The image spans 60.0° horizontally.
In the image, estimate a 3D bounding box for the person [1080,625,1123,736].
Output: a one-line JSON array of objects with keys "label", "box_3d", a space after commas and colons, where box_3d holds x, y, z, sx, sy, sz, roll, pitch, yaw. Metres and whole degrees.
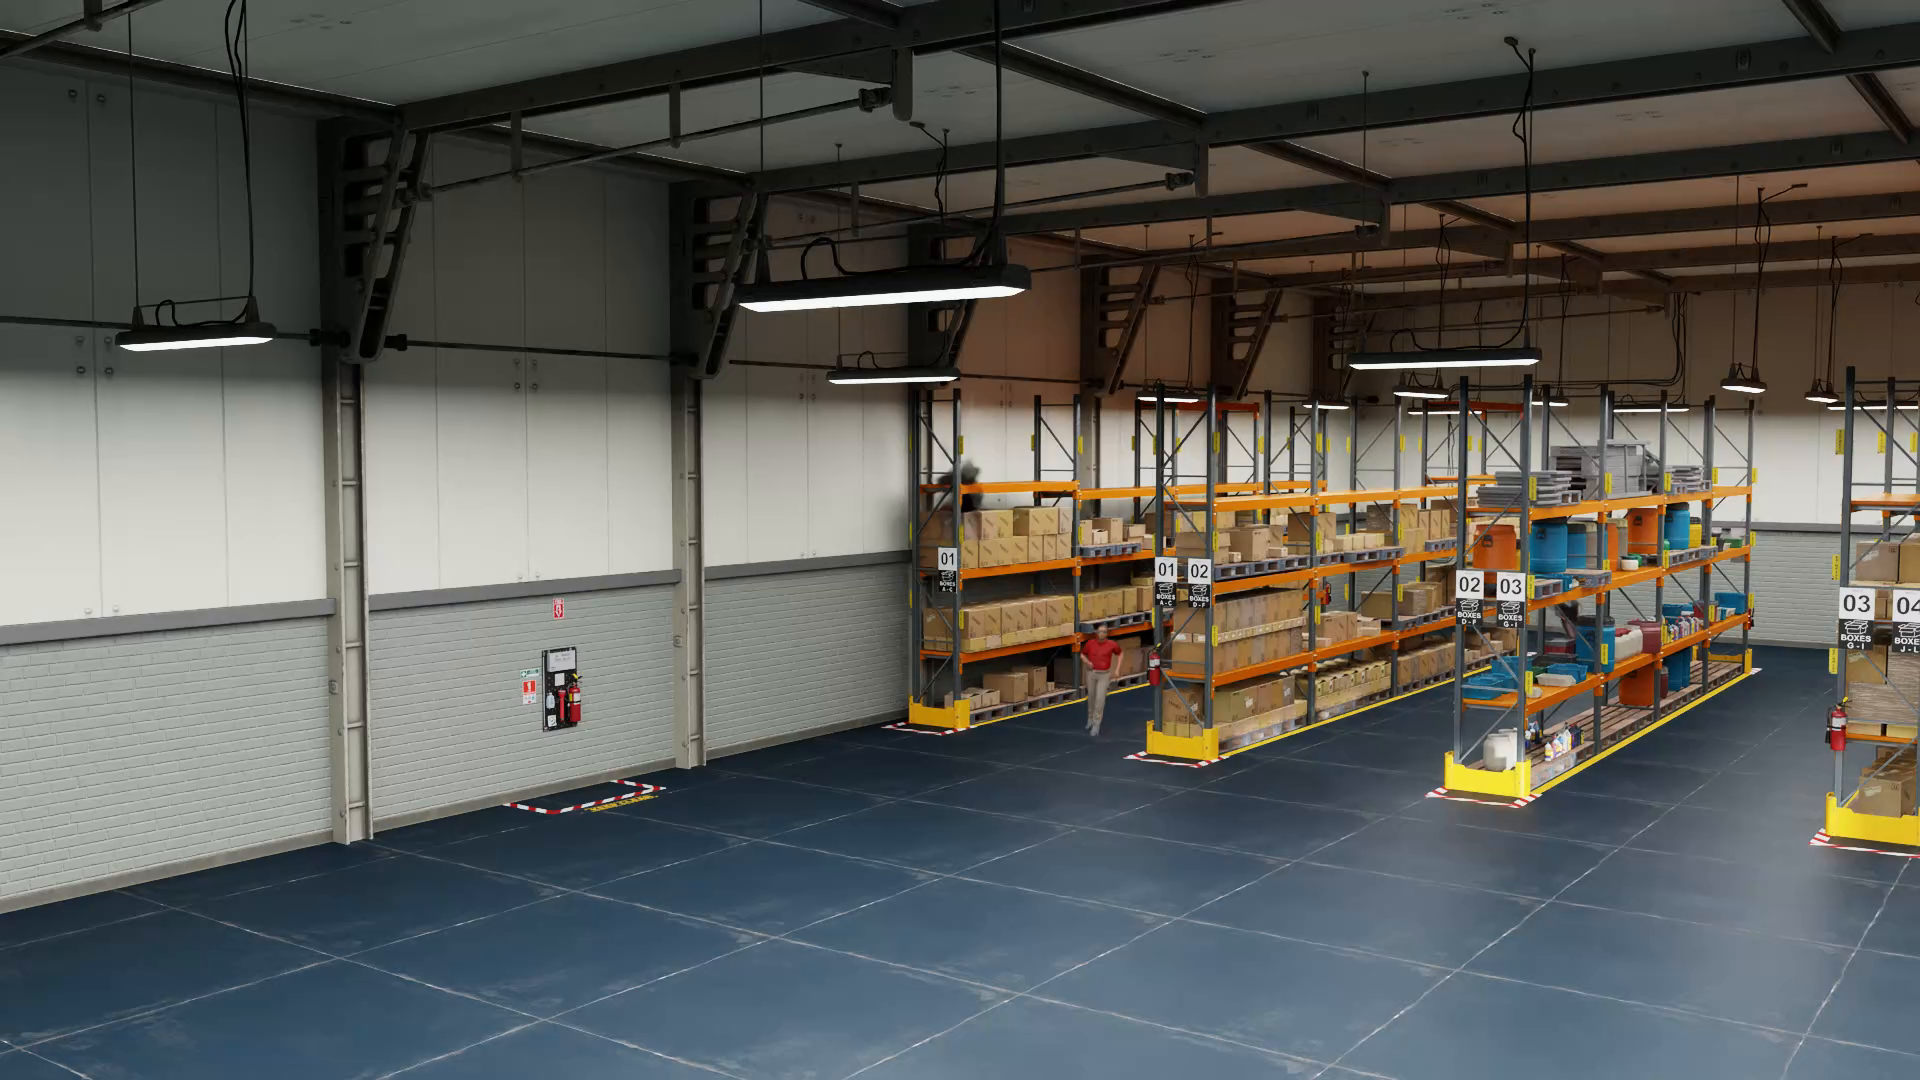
[{"label": "person", "box_3d": [2.316, 2.294, 27.504, 0.700, 1.783, 0.795, 1, 3, 16]}]

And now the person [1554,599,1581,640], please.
[{"label": "person", "box_3d": [14.489, 1.934, 39.549, 0.714, 1.634, 0.588, 0, 3, 4]}]
